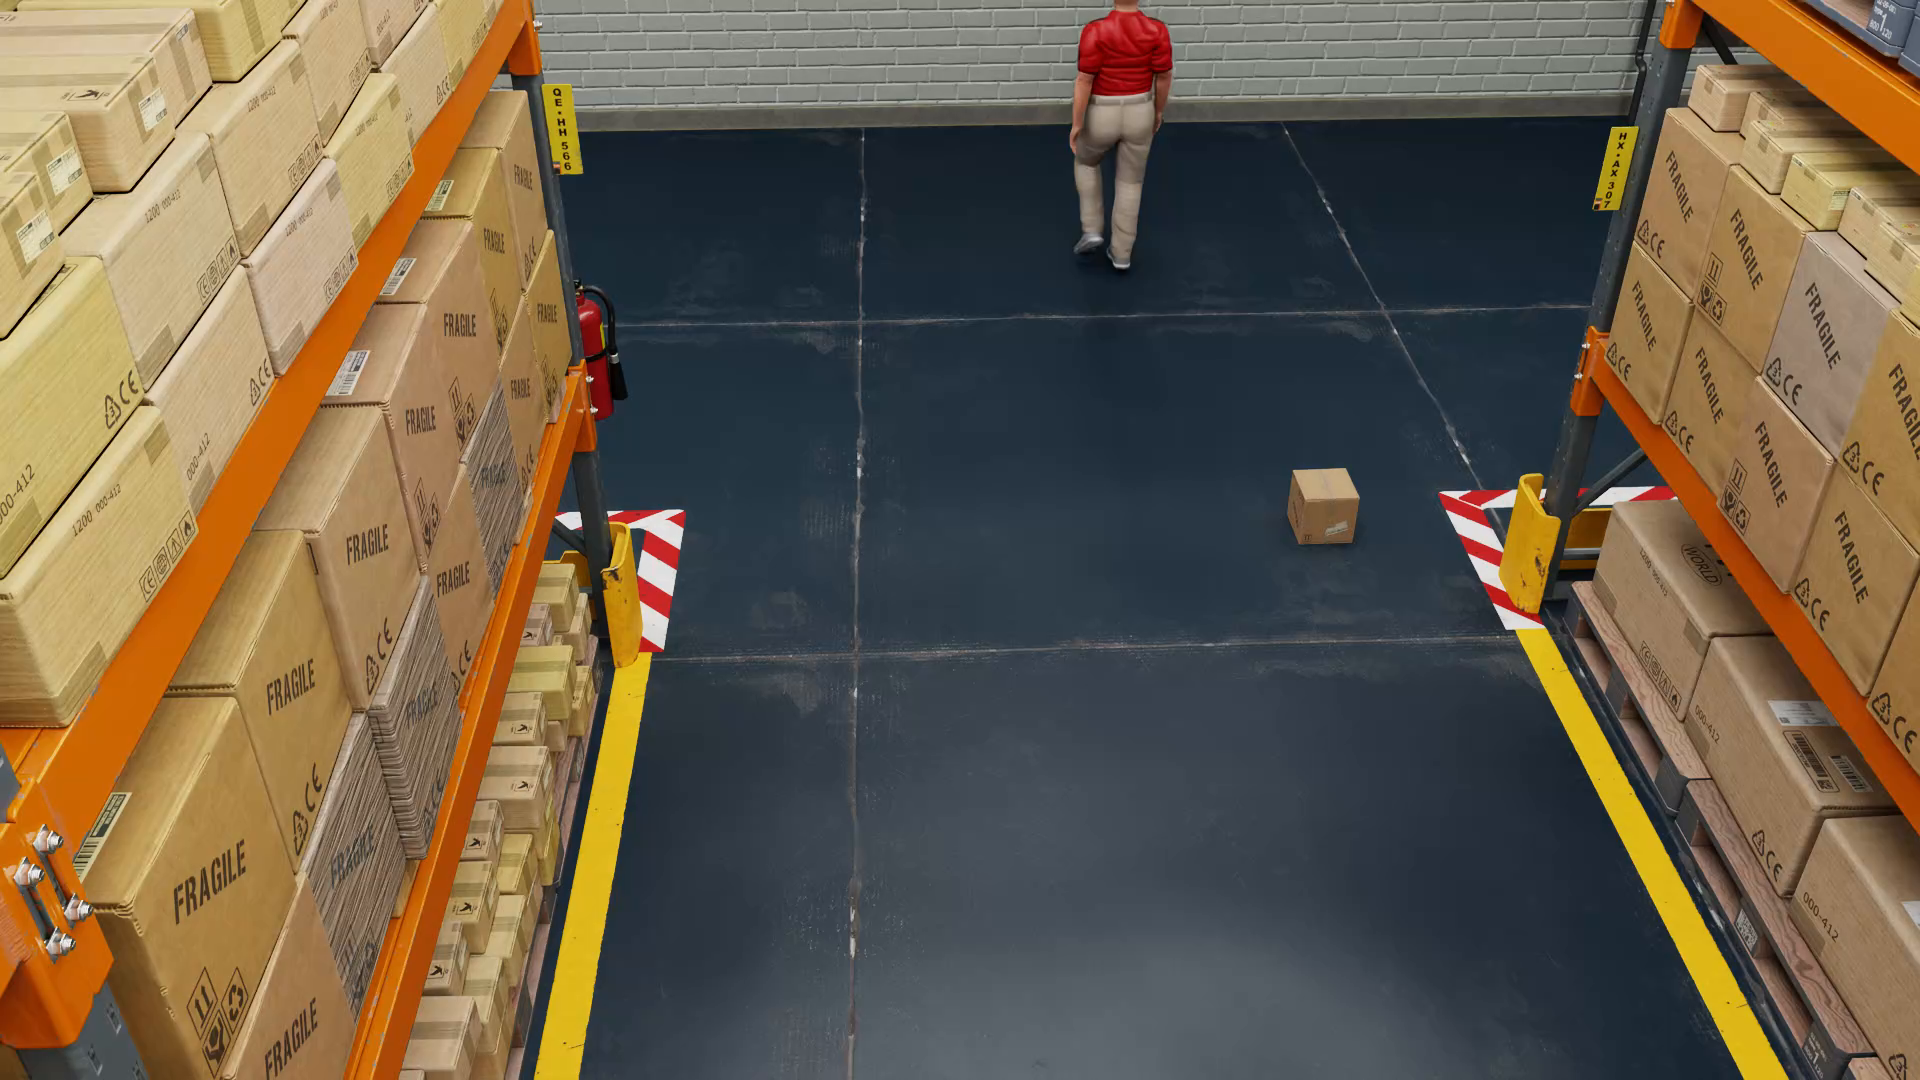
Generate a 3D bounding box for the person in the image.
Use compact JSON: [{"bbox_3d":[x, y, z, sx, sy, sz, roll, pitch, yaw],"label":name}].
[{"bbox_3d":[0.911,-2.394,9.609,0.577,1.805,0.509,-1,35,-1],"label":"person"}]
